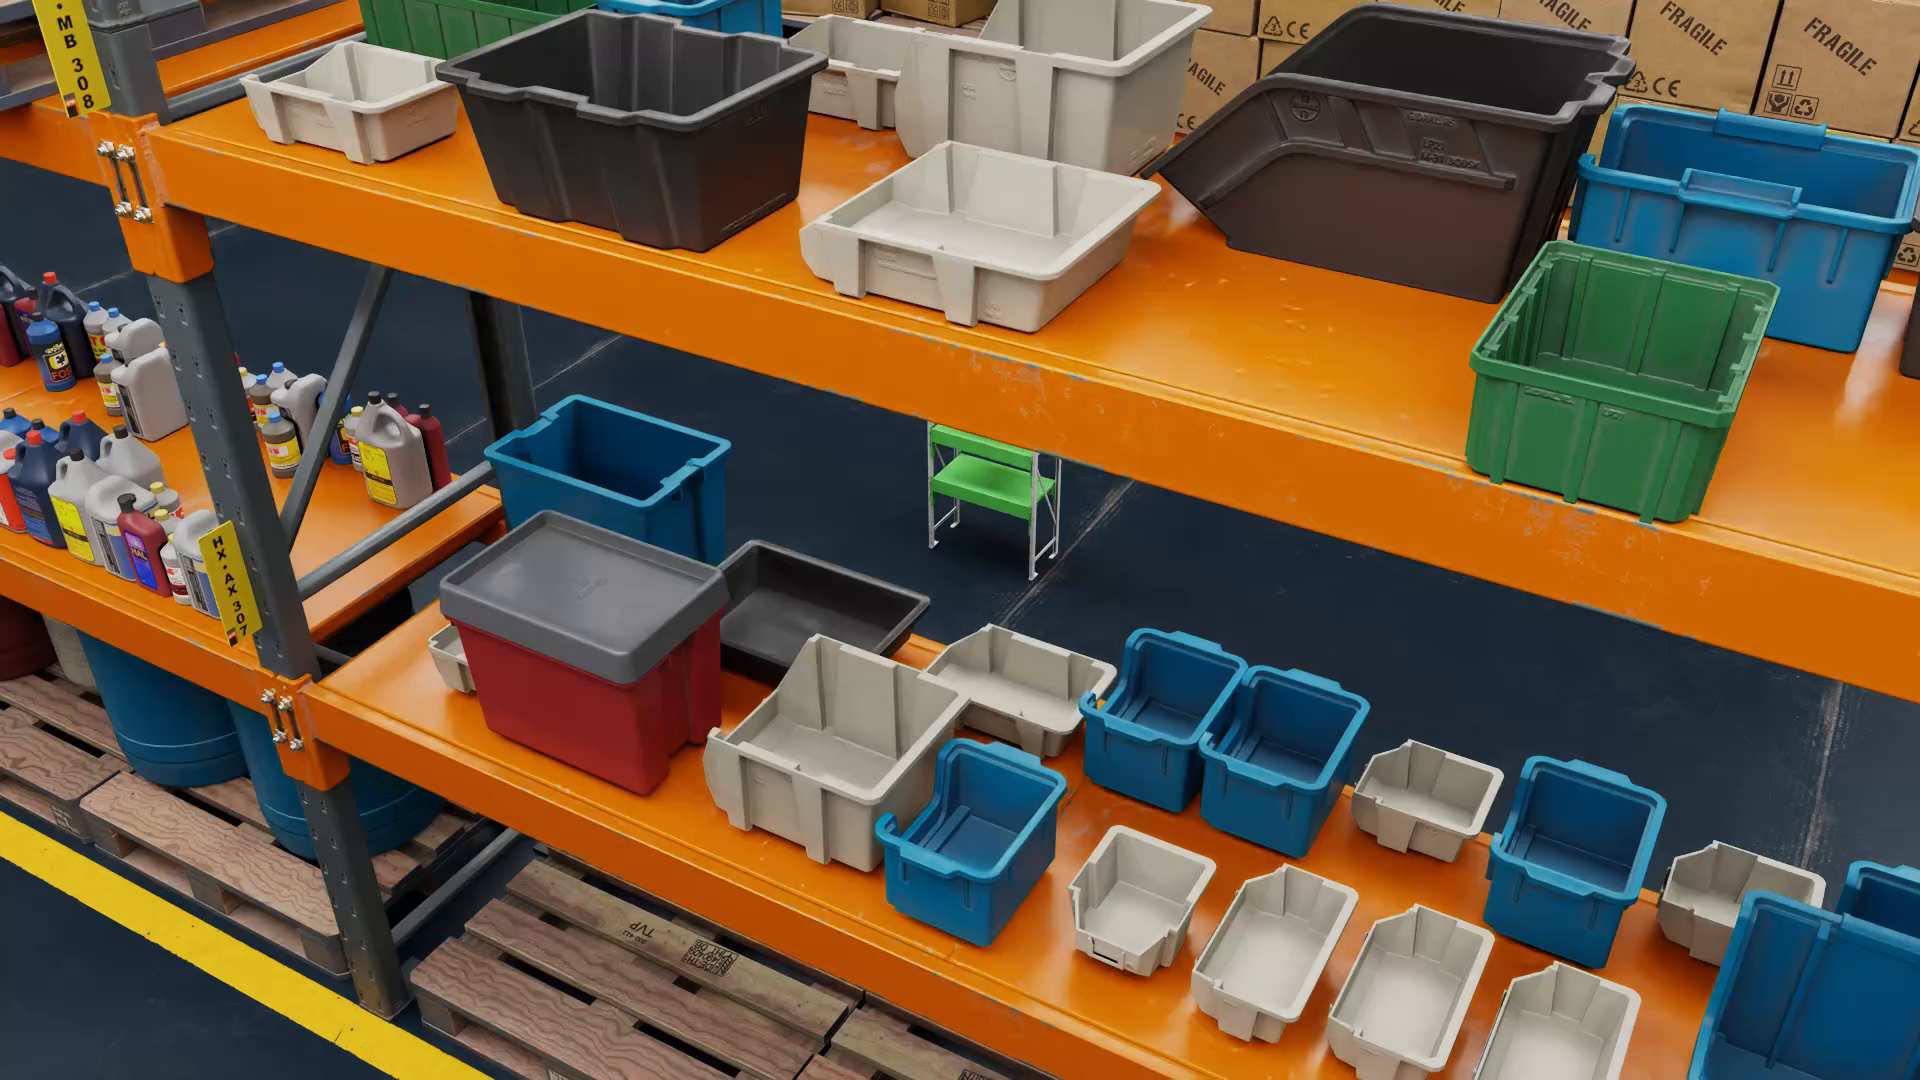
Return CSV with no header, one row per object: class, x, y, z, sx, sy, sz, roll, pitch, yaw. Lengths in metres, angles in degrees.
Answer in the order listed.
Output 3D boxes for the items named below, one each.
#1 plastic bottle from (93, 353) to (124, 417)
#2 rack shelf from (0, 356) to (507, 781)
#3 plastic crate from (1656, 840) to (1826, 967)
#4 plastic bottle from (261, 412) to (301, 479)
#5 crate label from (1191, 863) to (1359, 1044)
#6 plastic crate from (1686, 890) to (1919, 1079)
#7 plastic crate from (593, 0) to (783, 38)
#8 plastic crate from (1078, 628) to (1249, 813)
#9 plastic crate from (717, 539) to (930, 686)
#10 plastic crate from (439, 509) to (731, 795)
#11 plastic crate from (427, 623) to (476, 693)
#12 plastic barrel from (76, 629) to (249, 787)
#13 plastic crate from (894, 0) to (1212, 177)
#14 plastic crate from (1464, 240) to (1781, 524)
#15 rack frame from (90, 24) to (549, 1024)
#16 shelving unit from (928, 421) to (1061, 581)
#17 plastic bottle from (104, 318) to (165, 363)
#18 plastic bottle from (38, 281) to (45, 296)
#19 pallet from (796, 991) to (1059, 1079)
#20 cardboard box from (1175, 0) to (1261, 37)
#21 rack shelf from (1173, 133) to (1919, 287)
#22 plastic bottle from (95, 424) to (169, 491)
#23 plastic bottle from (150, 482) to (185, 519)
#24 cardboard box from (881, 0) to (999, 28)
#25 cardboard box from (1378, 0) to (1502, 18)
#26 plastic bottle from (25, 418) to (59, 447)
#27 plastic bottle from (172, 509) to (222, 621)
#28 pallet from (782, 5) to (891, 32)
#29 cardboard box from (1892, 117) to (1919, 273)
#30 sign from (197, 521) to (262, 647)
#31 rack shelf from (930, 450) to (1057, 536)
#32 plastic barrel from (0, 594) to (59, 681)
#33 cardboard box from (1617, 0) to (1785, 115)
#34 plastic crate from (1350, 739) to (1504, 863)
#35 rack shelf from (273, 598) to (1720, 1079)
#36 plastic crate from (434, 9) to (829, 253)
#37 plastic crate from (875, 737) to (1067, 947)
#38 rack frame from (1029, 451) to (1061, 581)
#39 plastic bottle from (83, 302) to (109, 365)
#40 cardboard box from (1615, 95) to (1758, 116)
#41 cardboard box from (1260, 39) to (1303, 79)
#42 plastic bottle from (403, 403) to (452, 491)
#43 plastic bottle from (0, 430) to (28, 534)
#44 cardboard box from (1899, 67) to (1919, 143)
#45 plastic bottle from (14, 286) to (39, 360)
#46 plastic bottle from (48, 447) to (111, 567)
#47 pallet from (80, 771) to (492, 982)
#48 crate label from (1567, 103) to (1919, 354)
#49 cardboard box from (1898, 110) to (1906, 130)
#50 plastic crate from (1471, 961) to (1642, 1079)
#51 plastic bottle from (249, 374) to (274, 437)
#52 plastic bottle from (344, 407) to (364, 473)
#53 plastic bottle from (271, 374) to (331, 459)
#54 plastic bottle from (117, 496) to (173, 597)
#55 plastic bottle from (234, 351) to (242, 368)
plastic bottle,-2.799,-0.519,5.503,0.097,0.201,0.097,0,34,0
rack shelf,-3.272,-0.289,5.626,4.000,0.370,1.077,18,37,24
plastic crate,1.649,0.792,3.538,0.298,0.136,0.250,18,37,24
plastic bottle,-2.112,-0.302,5.176,0.097,0.201,0.097,0,34,0
crate label,0.641,0.858,3.439,0.243,0.136,0.396,18,37,24
plastic crate,1.554,1.020,2.926,0.499,0.435,0.616,18,37,24
plastic crate,-0.587,-1.120,3.671,0.300,0.233,0.416,18,37,24
plastic crate,0.483,0.436,3.986,0.300,0.233,0.416,18,37,24
plastic crate,-0.430,0.230,4.393,0.590,0.125,0.437,18,37,24
plastic crate,-0.885,0.276,4.017,0.583,0.464,0.402,18,37,24
plastic crate,-1.202,0.243,4.362,0.243,0.136,0.396,18,37,24
plastic barrel,-2.614,0.308,5.596,0.708,0.901,0.600,18,37,24
plastic crate,0.166,-0.895,3.289,0.530,0.282,0.437,18,37,24
plastic crate,0.939,-0.232,2.377,0.336,0.188,0.450,18,37,24
rack frame,-1.536,-0.038,4.601,0.127,3.000,1.000,18,37,24
shelving unit,0.144,-0.454,6.849,0.503,1.200,0.258,18,37,24
plastic bottle,-2.754,-0.616,5.580,0.135,0.276,0.152,18,37,24
plastic bottle,-3.177,-0.782,5.823,0.133,0.283,0.061,18,37,24
pallet,0.185,1.641,4.595,1.213,0.211,1.003,18,37,24
cardboard box,1.195,-2.614,7.476,0.500,0.500,0.500,19,38,26
rack shelf,2.662,-1.571,7.552,4.000,0.370,1.077,18,37,24
plastic bottle,-2.424,-0.182,4.862,0.185,0.351,0.144,18,37,24
plastic bottle,-2.310,-0.074,4.834,0.097,0.201,0.097,0,34,0
cardboard box,-0.003,-3.034,8.630,0.500,0.500,0.700,24,41,32
cardboard box,2.089,-2.330,7.051,0.500,0.500,0.500,16,37,23
plastic bottle,-2.747,-0.242,5.023,0.097,0.271,0.097,0,34,0
plastic bottle,-2.038,0.061,4.565,0.135,0.276,0.152,18,37,24
pallet,-0.857,-2.908,9.084,1.213,0.211,1.003,18,37,24
cardboard box,3.874,-1.355,6.488,0.500,0.500,0.500,19,38,26
sign,-1.810,0.111,4.128,0.005,0.325,0.100,18,37,24
rack shelf,0.144,-0.201,7.018,0.480,0.148,0.258,18,37,24
plastic barrel,-3.595,0.128,6.149,0.708,0.588,0.600,18,37,24
cardboard box,2.984,-2.047,6.626,0.500,0.500,0.500,19,38,26
plastic crate,1.060,0.606,3.818,0.298,0.136,0.250,18,37,24
rack shelf,0.201,0.811,3.974,4.000,0.370,1.077,18,37,24
plastic crate,-0.593,-0.759,3.095,0.590,0.269,0.497,18,37,24
plastic crate,0.027,0.665,3.642,0.300,0.233,0.416,18,37,24
rack frame,0.356,-0.387,6.748,0.015,1.200,0.240,18,37,24
plastic bottle,-2.925,-0.686,5.689,0.097,0.271,0.097,0,34,0
cardboard box,2.992,-1.635,6.909,0.500,0.500,0.500,18,38,25
cardboard box,1.679,-2.052,7.535,0.500,0.500,0.500,18,38,25
plastic bottle,-1.642,-0.296,5.093,0.133,0.283,0.061,18,37,24
plastic bottle,-2.793,-0.179,4.924,0.135,0.276,0.152,18,37,24
cardboard box,3.875,-1.769,6.207,0.500,0.500,0.500,17,37,24
plastic bottle,-3.207,-0.753,5.779,0.133,0.283,0.061,18,37,24
plastic bottle,-2.496,-0.113,4.758,0.185,0.351,0.144,18,37,24
pallet,-2.185,0.890,5.723,1.213,0.211,1.003,18,37,24
crate label,1.297,-0.534,2.773,0.502,0.251,0.408,18,37,24
cardboard box,4.144,-1.611,6.873,0.500,0.500,0.500,18,38,25
plastic crate,1.139,1.010,3.211,0.243,0.136,0.396,18,37,24
plastic bottle,-2.238,-0.439,5.382,0.097,0.201,0.097,0,34,0
plastic bottle,-1.867,-0.321,5.205,0.097,0.201,0.097,0,34,0
plastic bottle,-2.066,-0.398,5.253,0.135,0.276,0.152,18,37,24
plastic bottle,-2.262,0.016,4.625,0.133,0.283,0.061,18,37,24
plastic bottle,-2.413,-0.540,5.460,0.133,0.283,0.061,18,37,24
